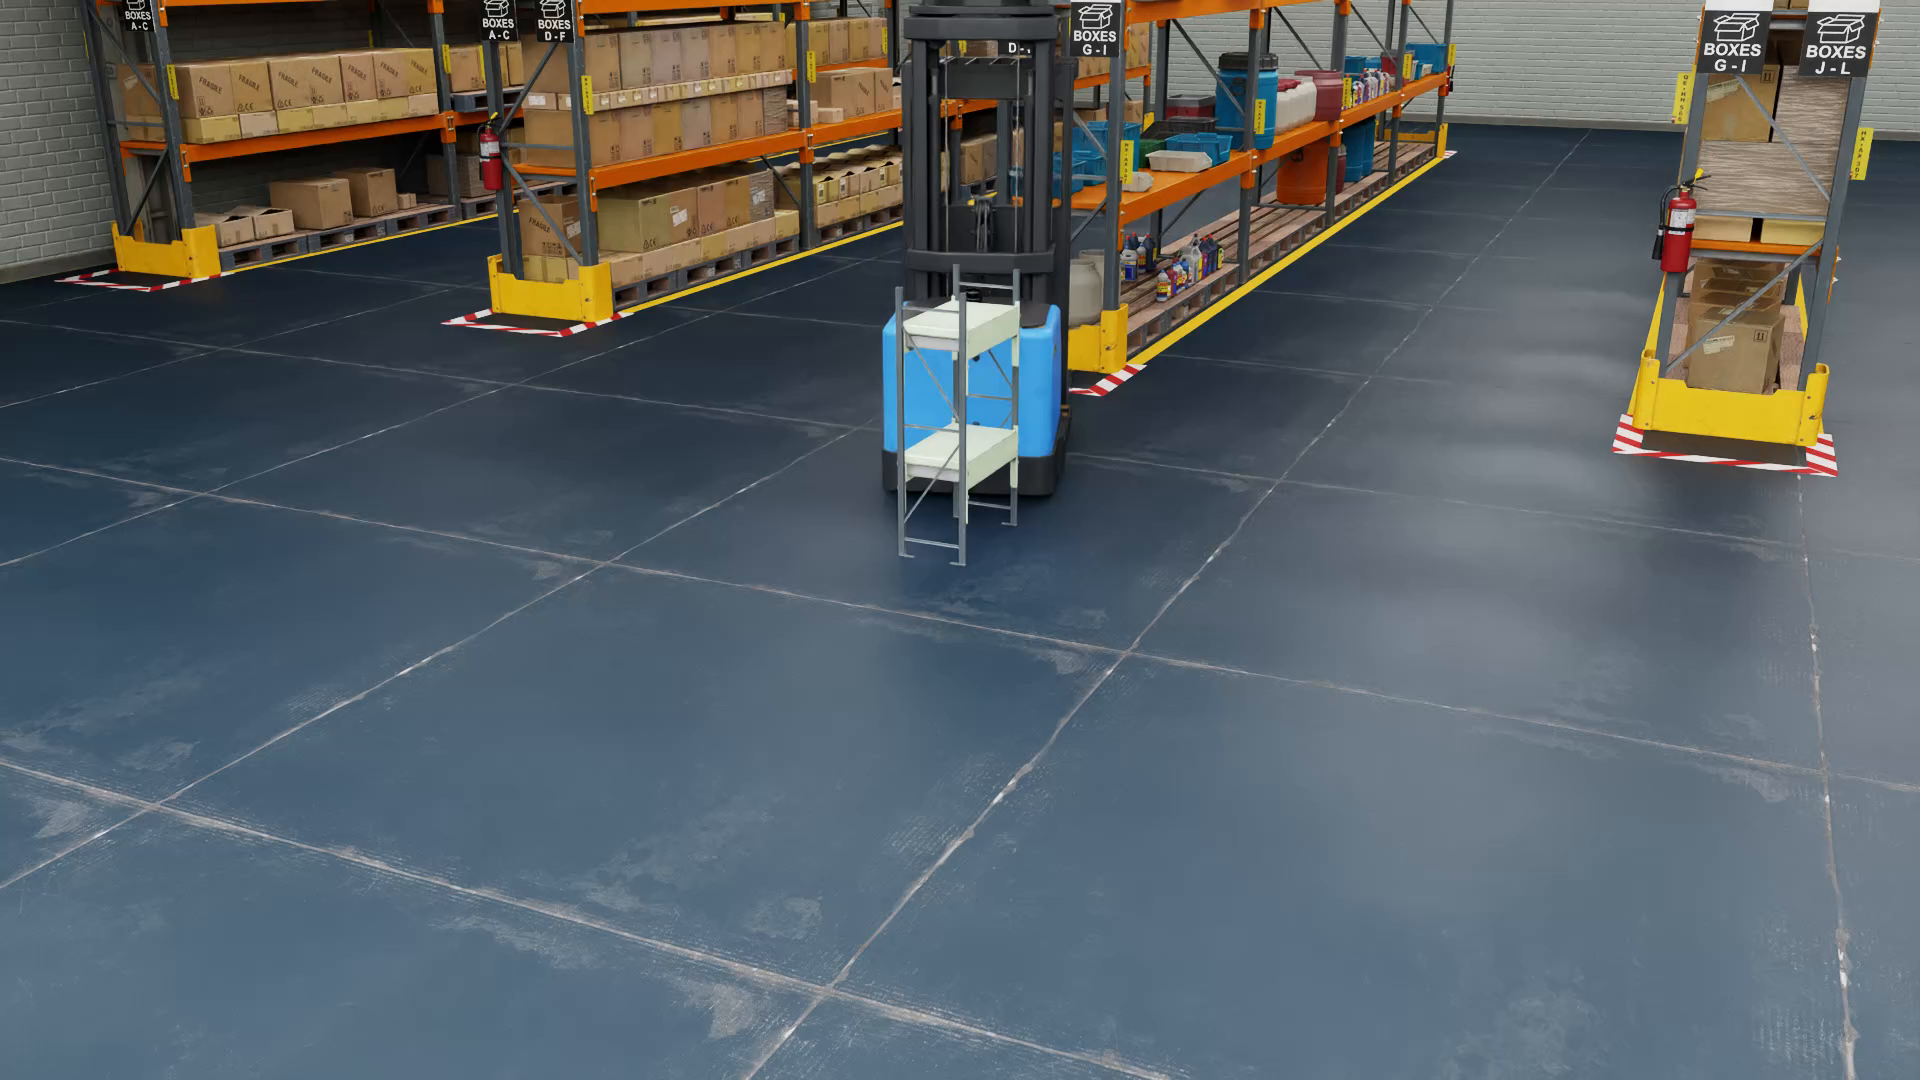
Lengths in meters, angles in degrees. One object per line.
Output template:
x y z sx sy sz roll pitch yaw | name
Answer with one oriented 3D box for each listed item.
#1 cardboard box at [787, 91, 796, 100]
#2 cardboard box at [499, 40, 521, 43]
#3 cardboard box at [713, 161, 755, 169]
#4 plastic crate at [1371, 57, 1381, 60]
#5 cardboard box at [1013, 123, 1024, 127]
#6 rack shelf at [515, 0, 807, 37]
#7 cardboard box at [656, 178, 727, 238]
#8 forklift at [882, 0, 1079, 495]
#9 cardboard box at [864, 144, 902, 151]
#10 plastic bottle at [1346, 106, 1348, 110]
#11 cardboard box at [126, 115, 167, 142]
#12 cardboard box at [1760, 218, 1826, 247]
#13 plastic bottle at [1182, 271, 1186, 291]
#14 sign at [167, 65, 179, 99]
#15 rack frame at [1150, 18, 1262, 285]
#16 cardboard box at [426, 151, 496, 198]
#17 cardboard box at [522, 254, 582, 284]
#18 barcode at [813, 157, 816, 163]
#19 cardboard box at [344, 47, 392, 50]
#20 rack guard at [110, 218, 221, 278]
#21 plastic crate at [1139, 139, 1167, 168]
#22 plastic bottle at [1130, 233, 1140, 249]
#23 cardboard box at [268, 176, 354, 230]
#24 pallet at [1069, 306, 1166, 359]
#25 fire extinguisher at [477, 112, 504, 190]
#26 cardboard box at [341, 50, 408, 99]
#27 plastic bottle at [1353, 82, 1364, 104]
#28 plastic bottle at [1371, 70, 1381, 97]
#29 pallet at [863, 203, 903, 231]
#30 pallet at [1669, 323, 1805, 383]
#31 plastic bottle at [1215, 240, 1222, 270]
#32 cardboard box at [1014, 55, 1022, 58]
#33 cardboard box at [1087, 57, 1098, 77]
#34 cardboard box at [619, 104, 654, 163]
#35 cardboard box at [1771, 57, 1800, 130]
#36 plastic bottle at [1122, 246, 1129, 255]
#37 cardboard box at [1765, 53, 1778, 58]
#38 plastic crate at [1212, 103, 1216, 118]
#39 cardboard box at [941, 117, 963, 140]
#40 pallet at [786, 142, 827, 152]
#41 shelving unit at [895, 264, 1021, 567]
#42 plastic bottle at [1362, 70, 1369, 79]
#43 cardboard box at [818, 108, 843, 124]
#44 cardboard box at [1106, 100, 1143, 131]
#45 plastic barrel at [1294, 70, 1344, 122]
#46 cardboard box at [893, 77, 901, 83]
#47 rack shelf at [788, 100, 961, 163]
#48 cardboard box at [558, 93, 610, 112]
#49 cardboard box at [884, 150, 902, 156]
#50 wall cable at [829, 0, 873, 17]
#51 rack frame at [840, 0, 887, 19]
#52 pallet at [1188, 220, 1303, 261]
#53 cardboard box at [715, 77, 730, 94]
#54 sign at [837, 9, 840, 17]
-2.874 -7.621 28.556 0.380 0.149 0.250 8 21 21 | cardboard box
-5.666 -6.358 22.065 0.700 0.500 0.500 9 21 23 | cardboard box
-2.586 -3.888 18.283 0.500 0.500 0.500 9 21 23 | cardboard box
6.650 -7.437 26.064 0.416 0.233 0.300 9 21 23 | plastic crate
1.015 -5.866 24.561 0.500 0.500 0.500 9 21 23 | cardboard box
-2.929 -5.194 16.195 1.077 0.370 4.000 9 21 23 | rack shelf
-2.709 -3.356 16.786 0.500 0.500 0.500 9 21 23 | cardboard box
0.201 -2.100 11.000 1.130 2.935 3.031 2 20 6 | forklift
-0.954 -5.001 21.694 0.500 0.311 0.500 9 22 25 | cardboard box
4.707 -5.444 20.486 0.152 0.276 0.135 9 21 23 | plastic bottle
-8.254 -4.295 17.264 0.500 0.250 0.500 9 21 23 | cardboard box
5.622 -2.084 11.228 0.380 0.149 0.250 9 21 23 | cardboard box
2.018 -2.394 15.243 0.097 0.201 0.097 0 20 0 | plastic bottle
-7.774 -4.521 16.412 0.100 0.325 0.005 9 21 23 | sign
2.407 -4.051 16.382 1.000 3.000 0.127 9 21 23 | rack frame
-6.345 -4.667 21.188 0.700 0.500 0.500 9 22 25 | cardboard box
-3.798 -2.615 15.823 0.500 0.250 0.500 9 21 23 | cardboard box
-1.626 -4.234 18.539 0.001 0.075 0.075 9 21 23 | barcode
-7.014 -5.587 19.777 0.500 0.500 0.500 8 21 21 | cardboard box
-8.238 -3.033 17.250 1.175 0.500 0.348 9 21 23 | rack guard
1.594 -3.574 15.359 0.450 0.188 0.662 9 21 23 | plastic crate
1.698 -2.820 16.218 0.144 0.351 0.185 9 22 24 | plastic bottle
-7.324 -3.807 18.772 0.700 0.500 0.500 7 21 19 | cardboard box
1.095 -1.791 14.190 1.003 0.211 1.213 9 21 23 | pallet
-4.220 -3.500 14.948 0.296 0.674 0.183 9 21 23 | fire extinguisher
-6.741 -5.362 19.143 0.500 0.500 0.500 8 21 22 | cardboard box
5.085 -5.727 21.280 0.152 0.276 0.135 9 21 23 | plastic bottle
5.530 -6.090 22.191 0.144 0.351 0.185 9 21 23 | plastic bottle
-1.346 -4.022 20.464 1.003 0.211 1.213 9 21 23 | pallet
6.185 -1.473 13.295 1.003 0.211 1.213 9 21 23 | pallet
2.511 -2.786 16.222 0.061 0.283 0.133 10 22 25 | plastic bottle
0.499 -6.873 23.543 0.700 0.500 0.500 3 20 9 | cardboard box
1.830 -7.499 25.930 0.500 0.500 0.500 9 21 24 | cardboard box
-3.334 -3.858 15.691 0.700 0.500 0.500 9 22 24 | cardboard box
5.973 -3.089 11.593 0.500 0.500 0.500 9 21 23 | cardboard box
1.595 -2.675 15.928 0.097 0.271 0.097 0 20 0 | plastic bottle
5.694 -3.315 12.227 0.500 0.500 0.500 9 21 23 | cardboard box
2.575 -4.423 17.453 0.392 0.384 0.575 9 21 23 | plastic crate
-0.284 -5.673 22.898 0.500 0.250 0.500 9 22 25 | cardboard box
-2.972 -6.763 28.171 1.003 0.211 1.213 9 21 23 | pallet
-0.003 -0.705 9.212 0.431 1.500 0.755 9 21 23 | shelving unit
5.398 -6.110 22.247 0.144 0.351 0.185 9 21 23 | plastic bottle
-1.561 -4.856 19.021 0.380 0.149 0.250 9 21 23 | cardboard box
2.806 -7.229 28.394 0.500 0.500 0.500 9 21 23 | cardboard box
4.132 -5.154 19.281 0.600 0.536 0.708 9 21 23 | plastic barrel
-0.661 -5.807 21.453 0.500 0.311 0.500 10 22 26 | cardboard box
-1.291 -5.004 20.136 1.077 0.370 4.000 9 21 23 | rack shelf
-3.391 -3.952 14.987 0.380 0.149 0.250 8 21 22 | cardboard box
-0.669 -4.767 21.036 0.500 0.311 0.500 8 21 22 | cardboard box
-2.056 -10.078 31.814 0.084 1.984 1.851 9 21 23 | wall cable
-1.717 -9.078 30.519 1.000 3.000 0.127 9 21 23 | rack frame
3.192 -3.356 18.591 1.003 0.211 1.213 9 21 23 | pallet
-2.547 -4.584 16.763 0.380 0.149 0.250 9 22 24 | cardboard box
-2.221 -9.601 30.580 0.100 0.325 0.005 9 21 23 | sign
